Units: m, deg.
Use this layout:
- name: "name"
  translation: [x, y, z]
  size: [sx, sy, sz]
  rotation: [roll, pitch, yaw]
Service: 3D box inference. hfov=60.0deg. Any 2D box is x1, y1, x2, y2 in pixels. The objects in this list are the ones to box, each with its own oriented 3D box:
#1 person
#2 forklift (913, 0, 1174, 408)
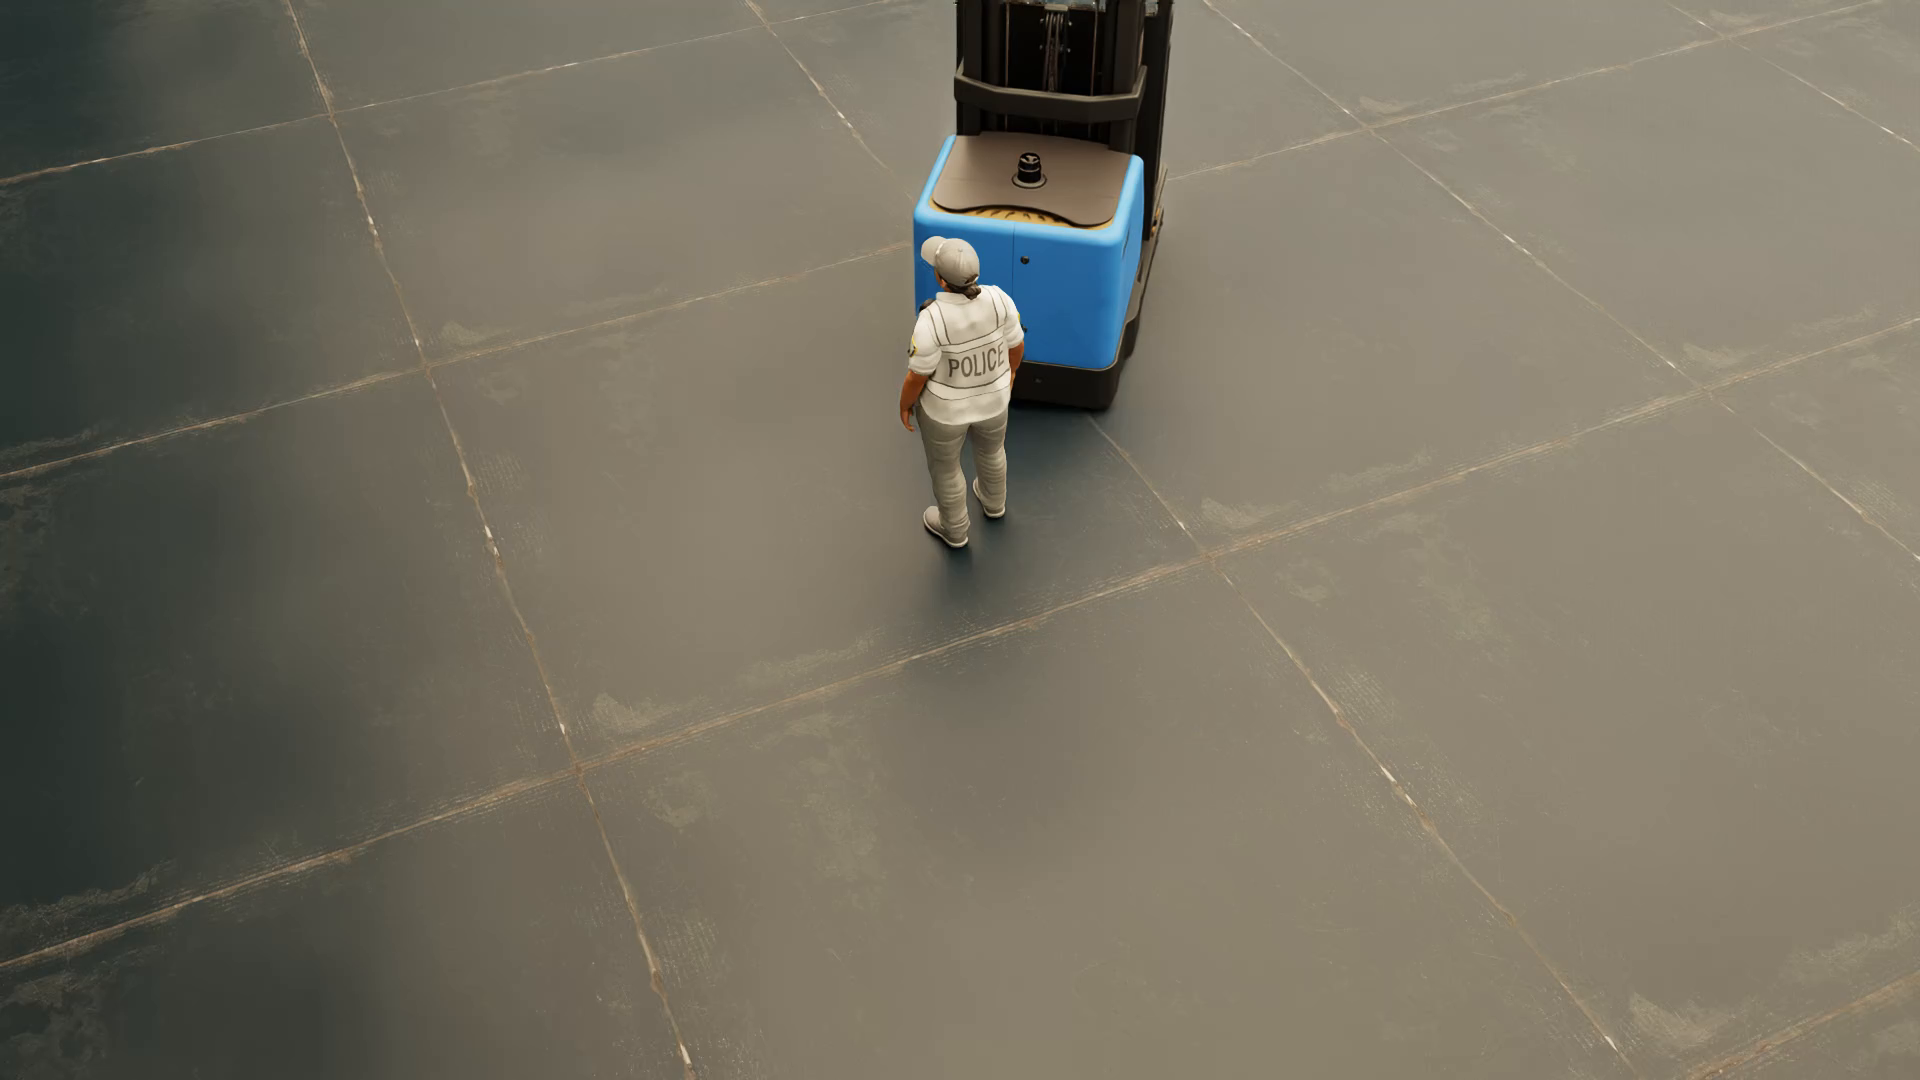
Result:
- name: "person"
  translation: [-0.011, -0.668, 7.313]
  size: [0.598, 1.670, 0.529]
  rotation: [-18, 46, -18]
- name: "forklift"
  translation: [0.575, -2.759, 8.636]
  size: [1.130, 2.935, 3.031]
  rotation: [8, 44, 9]
